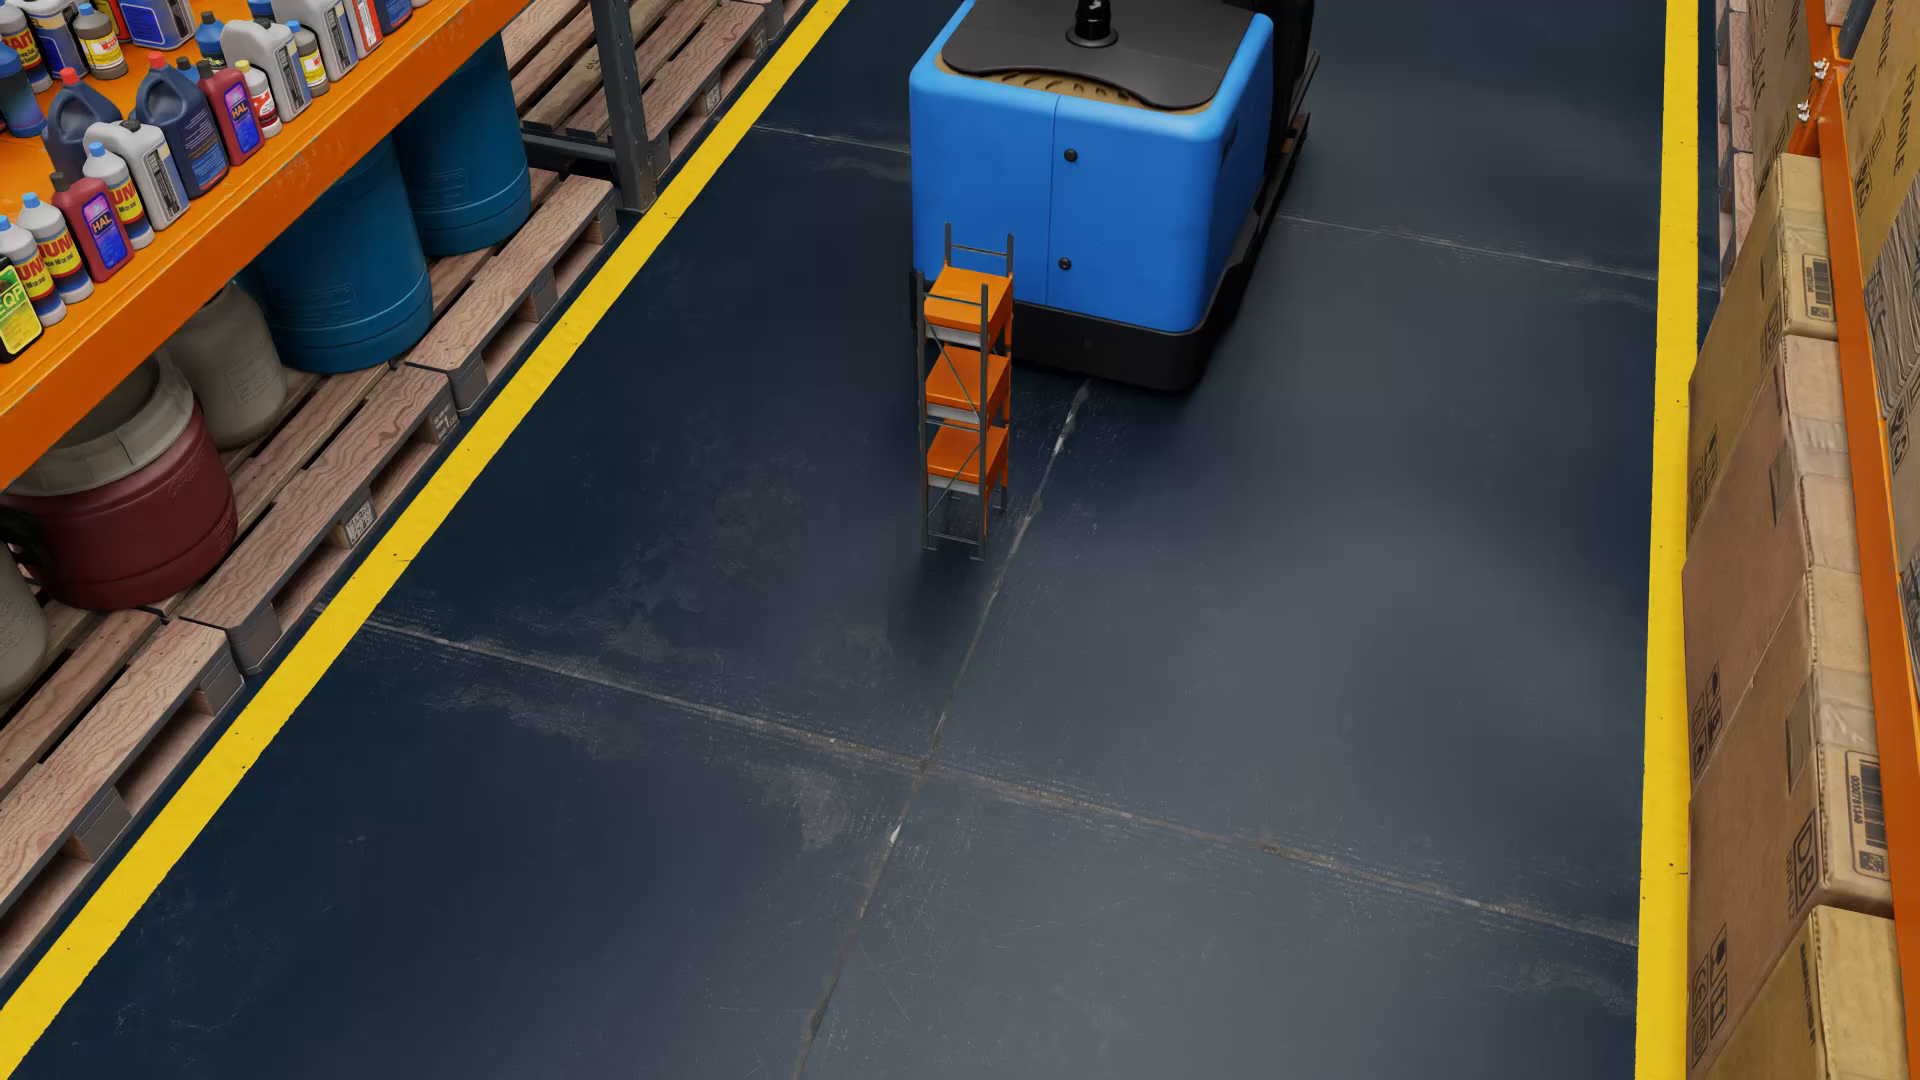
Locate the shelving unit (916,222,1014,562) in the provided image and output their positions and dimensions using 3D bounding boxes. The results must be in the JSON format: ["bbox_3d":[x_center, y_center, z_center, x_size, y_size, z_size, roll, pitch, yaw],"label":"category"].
[{"bbox_3d":[0.016,-0.411,4.919,0.215,1.050,0.252,13,46,13],"label":"shelving unit"}]

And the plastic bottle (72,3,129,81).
[{"bbox_3d":[-2.431,-1.411,4.689,0.097,0.201,0.097,0,44,0],"label":"plastic bottle"}]

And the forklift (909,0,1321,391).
[{"bbox_3d":[0.801,-2.602,5.814,1.130,2.935,3.031,14,46,14],"label":"forklift"}]

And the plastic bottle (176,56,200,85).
[{"bbox_3d":[-1.994,-1.135,4.358,0.097,0.271,0.097,0,44,0],"label":"plastic bottle"}]

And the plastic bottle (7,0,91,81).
[{"bbox_3d":[-2.555,-1.452,4.678,0.152,0.276,0.135,13,46,13],"label":"plastic bottle"}]

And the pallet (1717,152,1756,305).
[{"bbox_3d":[3.324,-0.940,6.060,1.003,0.211,1.213,13,46,13],"label":"pallet"}]

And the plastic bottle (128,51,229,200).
[{"bbox_3d":[-2.002,-1.062,4.226,0.144,0.351,0.185,13,46,13],"label":"plastic bottle"}]

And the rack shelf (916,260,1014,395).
[{"bbox_3d":[0.016,-0.606,4.728,0.215,0.259,0.240,13,46,13],"label":"rack shelf"}]

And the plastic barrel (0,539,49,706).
[{"bbox_3d":[-2.695,0.185,4.395,0.421,0.512,0.421,0,44,0],"label":"plastic barrel"}]

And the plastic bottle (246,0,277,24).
[{"bbox_3d":[-1.941,-1.463,4.693,0.097,0.271,0.097,0,44,0],"label":"plastic bottle"}]

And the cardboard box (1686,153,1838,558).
[{"bbox_3d":[2.844,-0.406,4.740,1.225,0.875,0.875,13,46,13],"label":"cardboard box"}]

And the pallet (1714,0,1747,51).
[{"bbox_3d":[4.063,-2.567,7.722,1.003,0.211,1.213,13,46,13],"label":"pallet"}]

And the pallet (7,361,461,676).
[{"bbox_3d":[-2.342,-0.178,5.281,1.003,0.211,1.213,13,46,13],"label":"pallet"}]

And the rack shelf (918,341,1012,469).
[{"bbox_3d":[0.016,-0.403,4.927,0.215,0.259,0.240,13,46,13],"label":"rack shelf"}]

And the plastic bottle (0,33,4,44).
[{"bbox_3d":[-2.646,-1.314,4.540,0.097,0.271,0.097,0,44,0],"label":"plastic bottle"}]

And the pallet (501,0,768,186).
[{"bbox_3d":[-1.516,-1.997,7.140,1.003,0.211,1.213,13,46,13],"label":"pallet"}]

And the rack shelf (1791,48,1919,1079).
[{"bbox_3d":[2.413,0.144,3.473,1.077,0.370,4.000,13,46,13],"label":"rack shelf"}]

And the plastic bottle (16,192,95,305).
[{"bbox_3d":[-2.133,-0.691,3.903,0.097,0.271,0.097,0,44,0],"label":"plastic bottle"}]

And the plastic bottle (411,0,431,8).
[{"bbox_3d":[-1.668,-1.796,4.976,0.144,0.351,0.185,13,46,13],"label":"plastic bottle"}]

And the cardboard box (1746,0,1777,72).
[{"bbox_3d":[3.837,-2.453,6.831,0.875,0.875,0.875,13,46,13],"label":"cardboard box"}]

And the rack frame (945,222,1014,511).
[{"bbox_3d":[0.053,-0.492,5.002,0.200,1.050,0.008,13,46,13],"label":"rack frame"}]

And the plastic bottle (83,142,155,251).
[{"bbox_3d":[-2.063,-0.845,4.061,0.097,0.271,0.097,0,44,0],"label":"plastic bottle"}]

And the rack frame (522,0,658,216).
[{"bbox_3d":[-1.701,-2.496,5.656,1.000,3.000,0.127,13,46,13],"label":"rack frame"}]

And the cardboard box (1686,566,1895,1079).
[{"bbox_3d":[2.314,0.781,3.526,1.225,0.875,0.875,13,46,13],"label":"cardboard box"}]

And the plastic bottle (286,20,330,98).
[{"bbox_3d":[-1.826,-1.341,4.618,0.097,0.201,0.097,0,44,0],"label":"plastic bottle"}]

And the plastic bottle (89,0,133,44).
[{"bbox_3d":[-2.485,-1.606,4.836,0.152,0.276,0.135,13,46,13],"label":"plastic bottle"}]

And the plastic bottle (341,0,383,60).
[{"bbox_3d":[-1.776,-1.541,4.768,0.152,0.276,0.135,13,46,13],"label":"plastic bottle"}]

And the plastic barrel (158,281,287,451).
[{"bbox_3d":[-2.353,-0.568,5.164,0.421,0.512,0.421,0,44,0],"label":"plastic barrel"}]

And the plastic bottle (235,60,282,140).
[{"bbox_3d":[-1.896,-1.186,4.460,0.097,0.201,0.097,0,44,0],"label":"plastic bottle"}]

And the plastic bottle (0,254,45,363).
[{"bbox_3d":[-2.180,-0.550,3.750,0.061,0.283,0.133,13,46,13],"label":"plastic bottle"}]

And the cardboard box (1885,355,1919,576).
[{"bbox_3d":[2.187,-0.214,3.253,0.500,0.500,0.500,13,46,13],"label":"cardboard box"}]

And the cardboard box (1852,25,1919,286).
[{"bbox_3d":[2.490,-0.893,3.947,0.500,0.500,0.500,13,46,13],"label":"cardboard box"}]

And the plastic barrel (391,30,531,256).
[{"bbox_3d":[-1.882,-1.537,5.876,0.600,0.901,0.708,13,46,13],"label":"plastic barrel"}]

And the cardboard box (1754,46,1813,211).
[{"bbox_3d":[3.295,-1.260,5.612,0.875,0.875,0.875,13,46,13],"label":"cardboard box"}]
